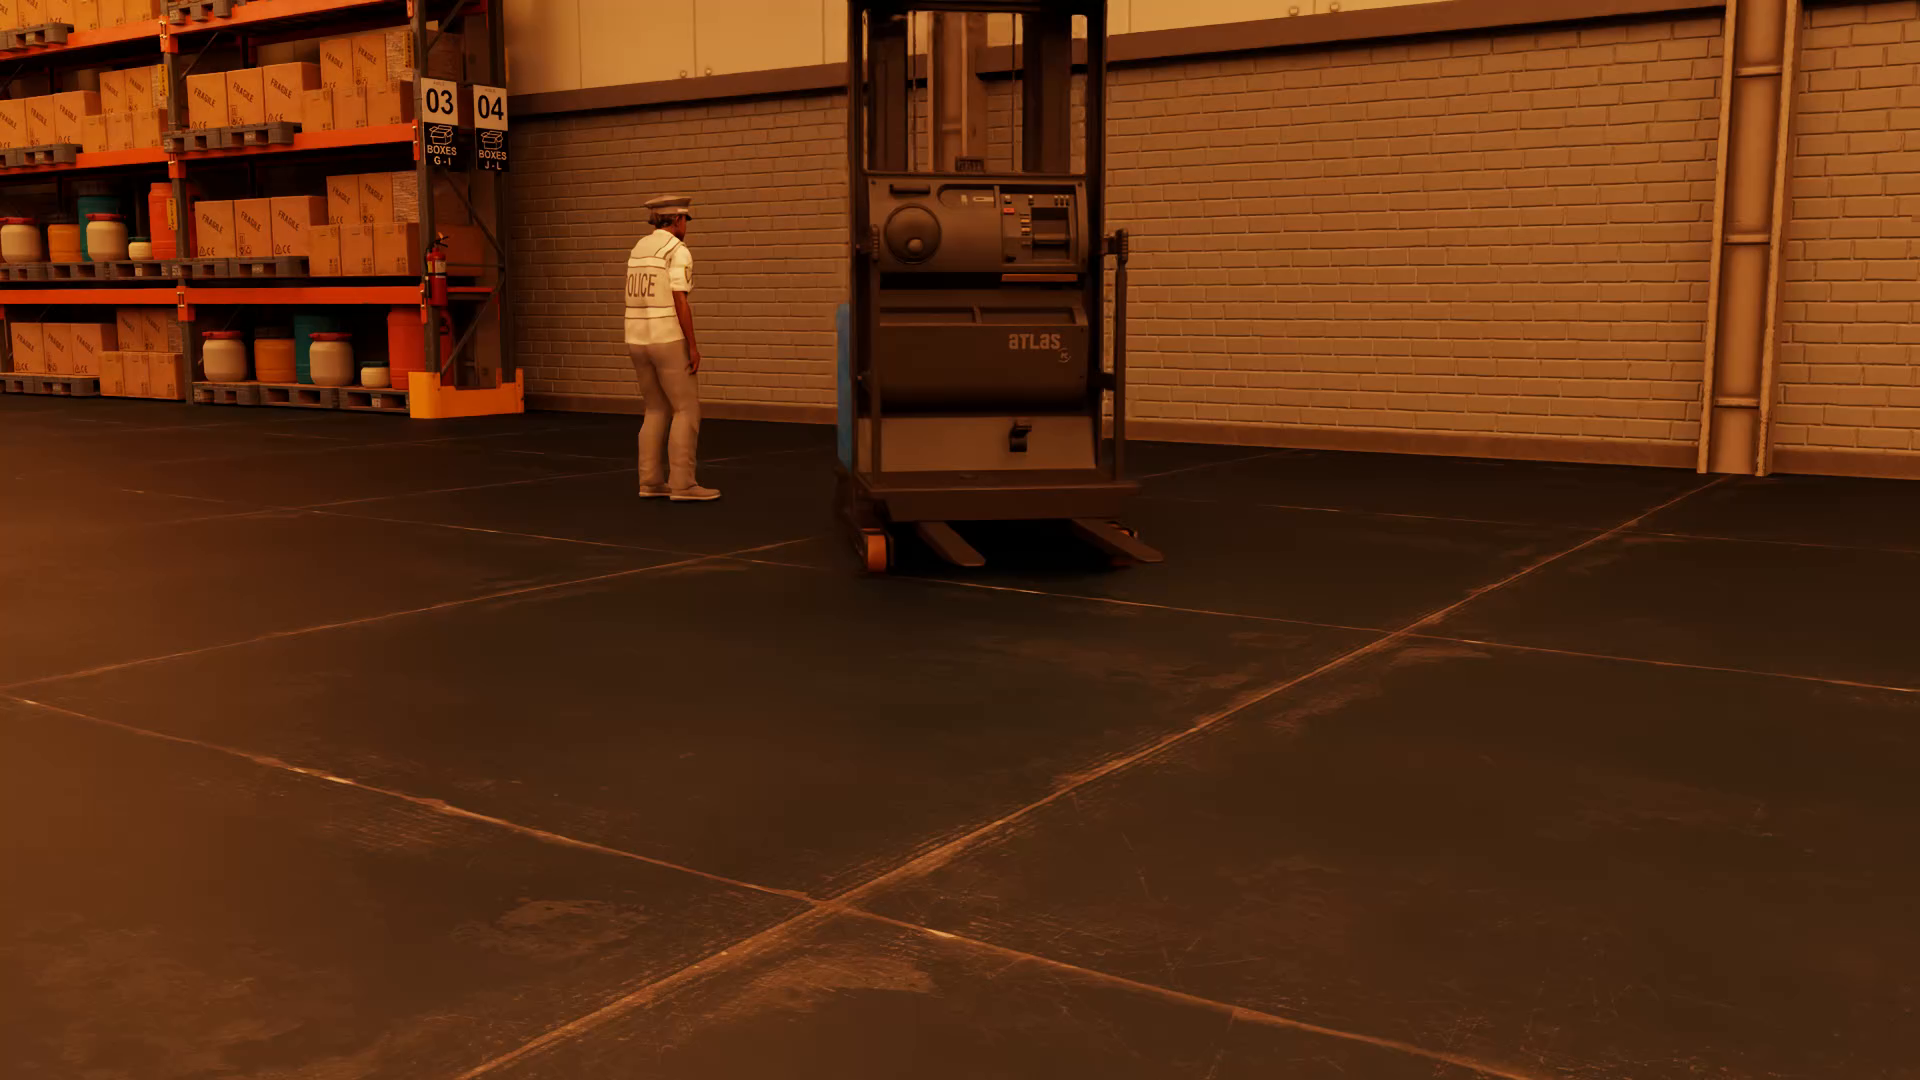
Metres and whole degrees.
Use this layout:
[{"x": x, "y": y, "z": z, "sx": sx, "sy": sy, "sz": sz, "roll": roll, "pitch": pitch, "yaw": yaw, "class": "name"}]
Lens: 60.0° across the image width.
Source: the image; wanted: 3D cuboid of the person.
[{"x": -1.602, "y": -1.047, "z": 9.097, "sx": 0.519, "sy": 1.655, "sz": 0.397, "roll": 7, "pitch": 11, "yaw": 41, "class": "person"}]

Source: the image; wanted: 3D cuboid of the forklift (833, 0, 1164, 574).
[{"x": 0.113, "y": -1.365, "z": 6.792, "sx": 1.130, "sy": 2.935, "sz": 3.031, "roll": -1, "pitch": 8, "yaw": -9, "class": "forklift"}]
